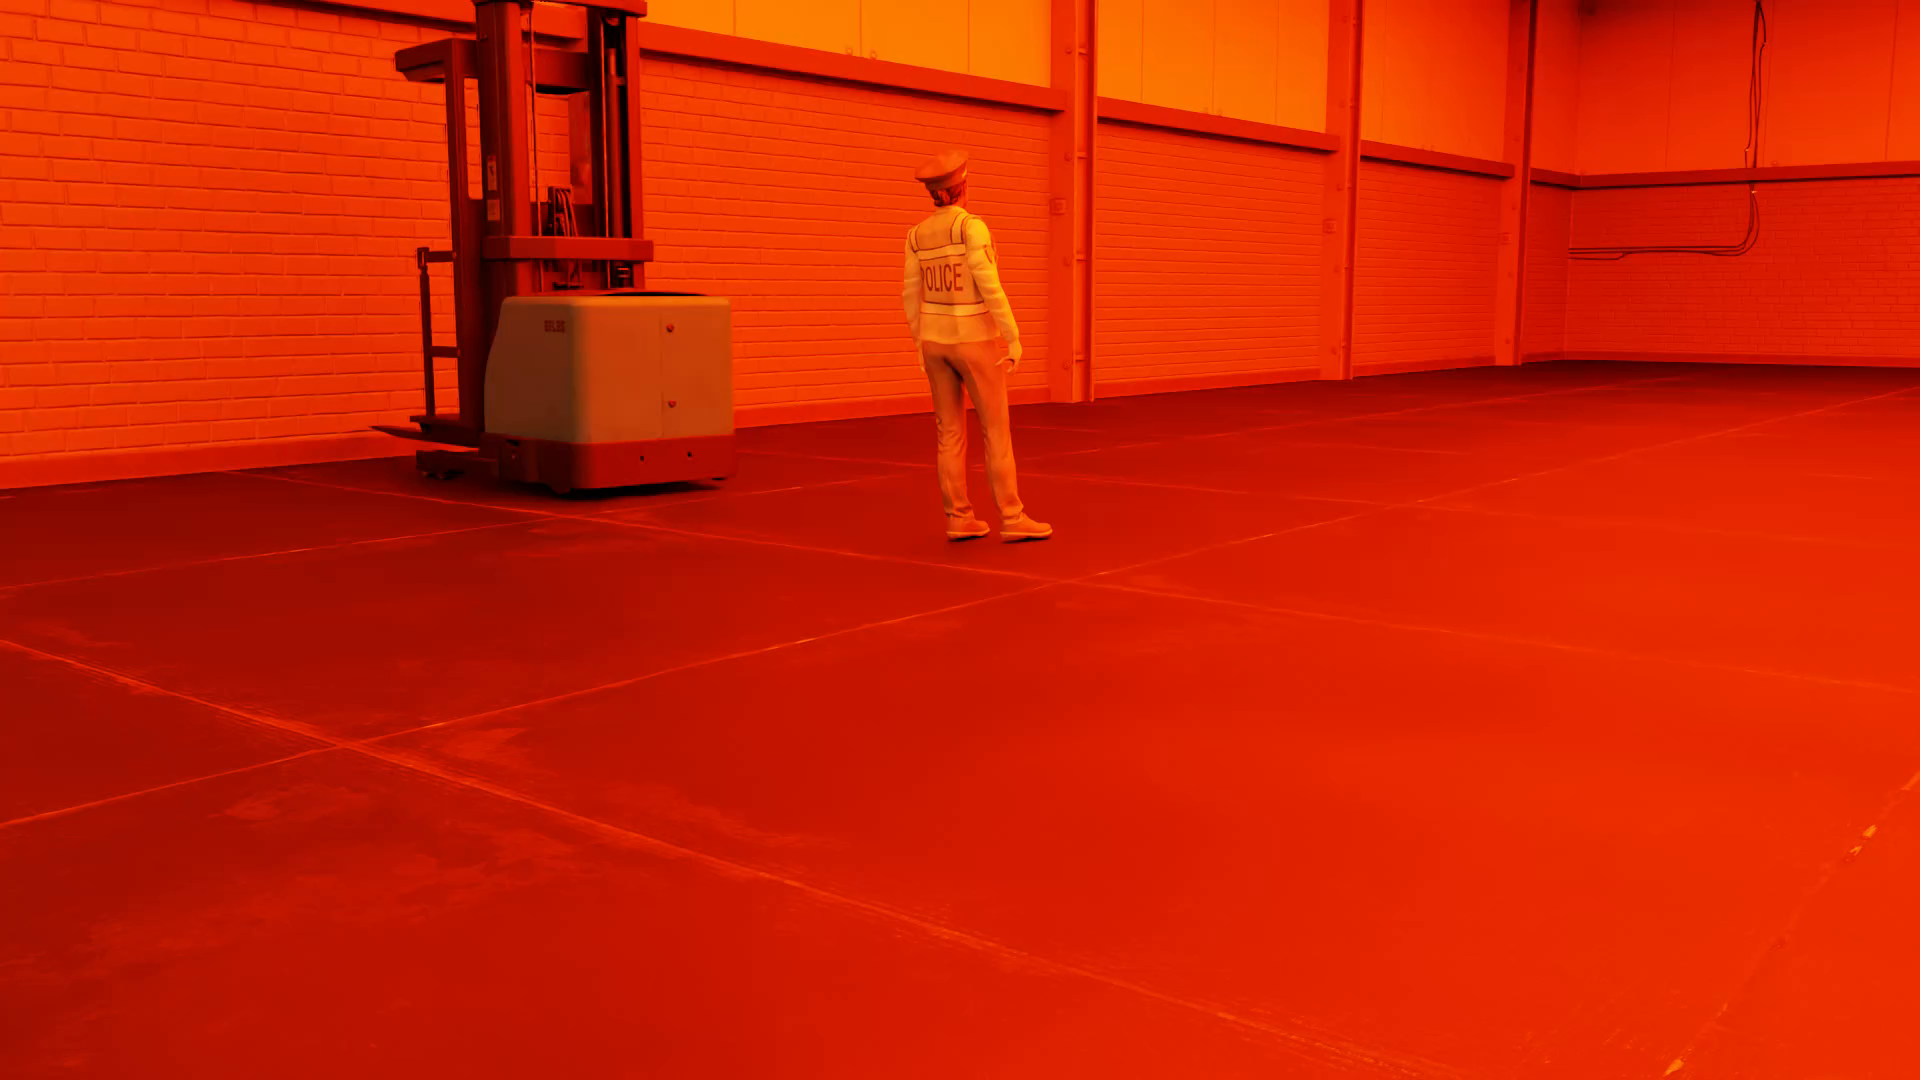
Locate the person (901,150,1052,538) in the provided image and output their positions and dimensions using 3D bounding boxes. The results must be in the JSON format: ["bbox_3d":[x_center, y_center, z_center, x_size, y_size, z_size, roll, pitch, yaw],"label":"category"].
[{"bbox_3d":[0.047,-0.853,7.329,0.588,1.696,0.533,7,11,38],"label":"person"}]

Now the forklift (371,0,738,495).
[{"bbox_3d":[-2.627,-1.852,9.941,1.130,2.935,3.031,-8,11,-42],"label":"forklift"}]
